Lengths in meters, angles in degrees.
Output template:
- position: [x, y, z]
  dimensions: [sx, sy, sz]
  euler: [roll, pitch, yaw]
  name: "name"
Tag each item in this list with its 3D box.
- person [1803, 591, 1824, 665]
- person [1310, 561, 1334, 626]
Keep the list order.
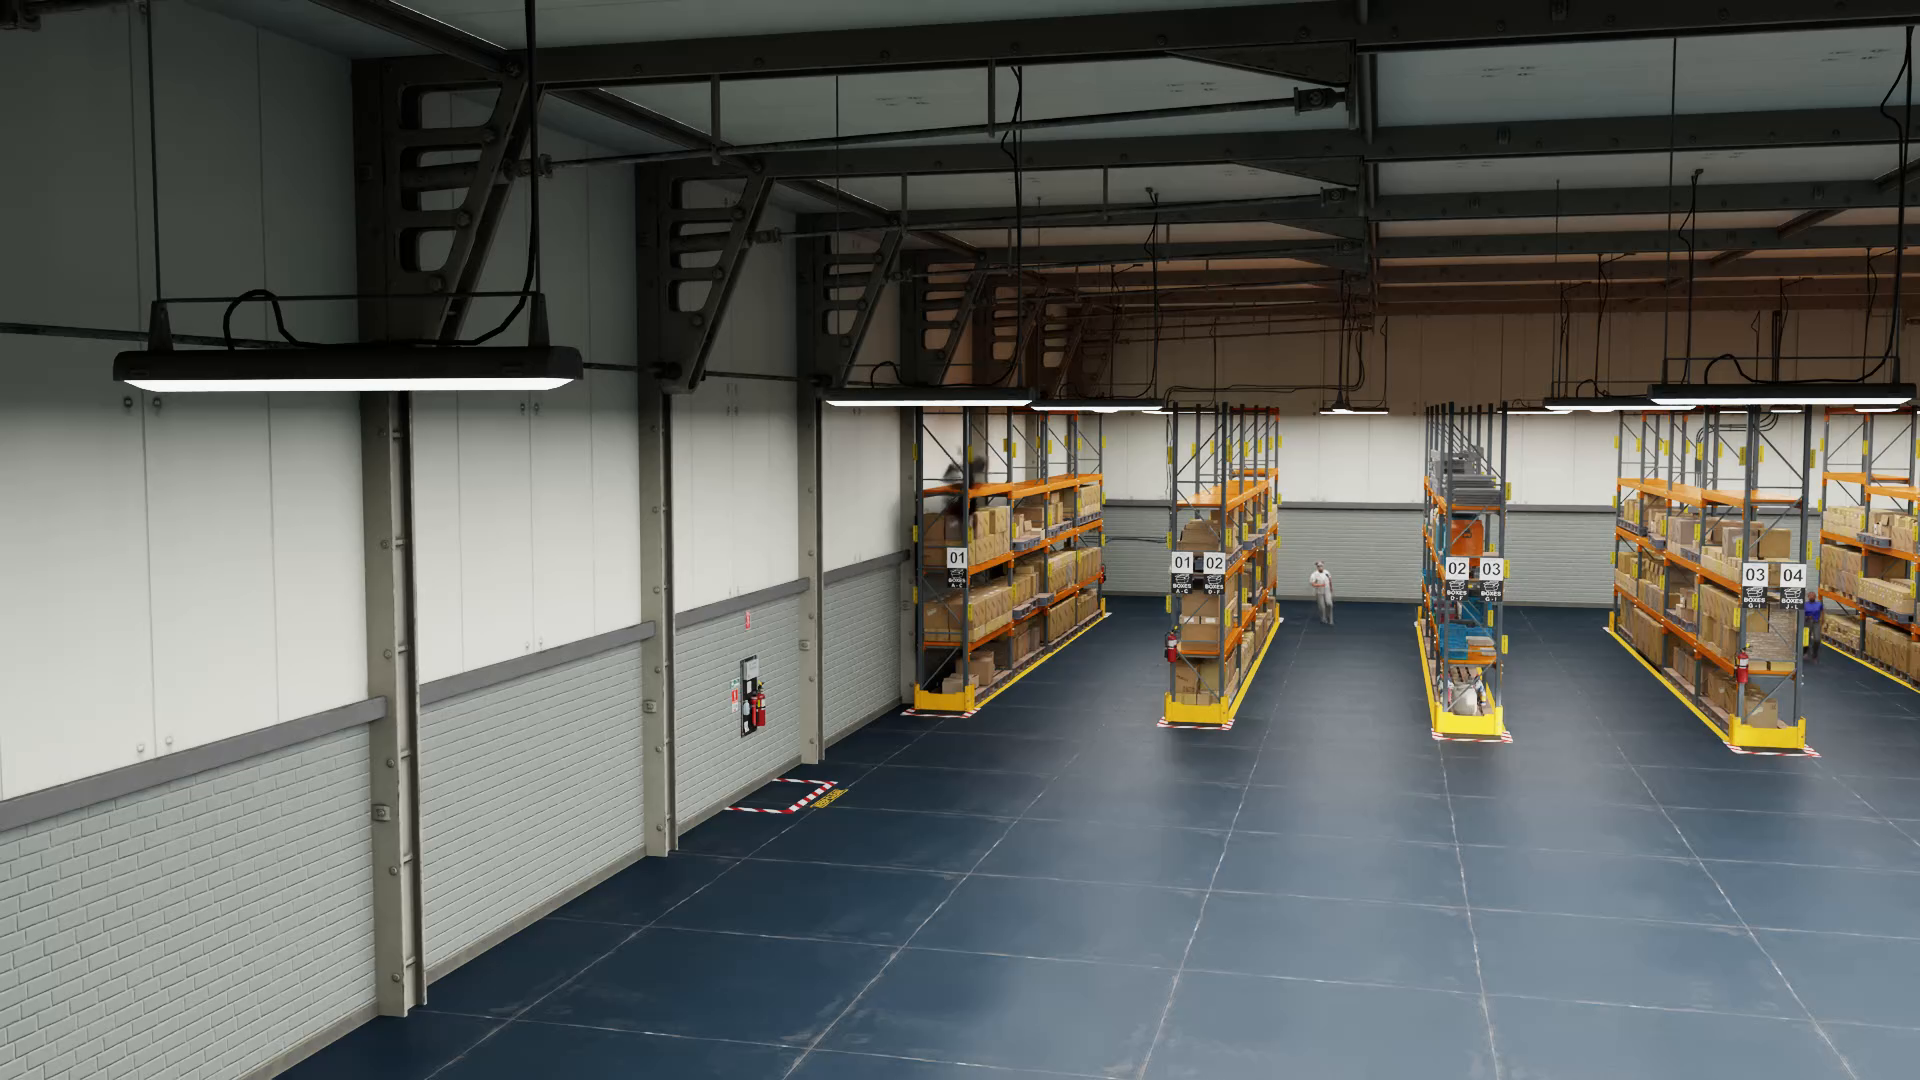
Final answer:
- position: [19.867, 2.046, 38.806]
  dimensions: [0.581, 1.709, 0.759]
  euler: [1, 4, 19]
  name: "person"
- position: [9.990, 1.456, 45.907]
  dimensions: [0.673, 1.771, 0.772]
  euler: [0, 4, -2]
  name: "person"
